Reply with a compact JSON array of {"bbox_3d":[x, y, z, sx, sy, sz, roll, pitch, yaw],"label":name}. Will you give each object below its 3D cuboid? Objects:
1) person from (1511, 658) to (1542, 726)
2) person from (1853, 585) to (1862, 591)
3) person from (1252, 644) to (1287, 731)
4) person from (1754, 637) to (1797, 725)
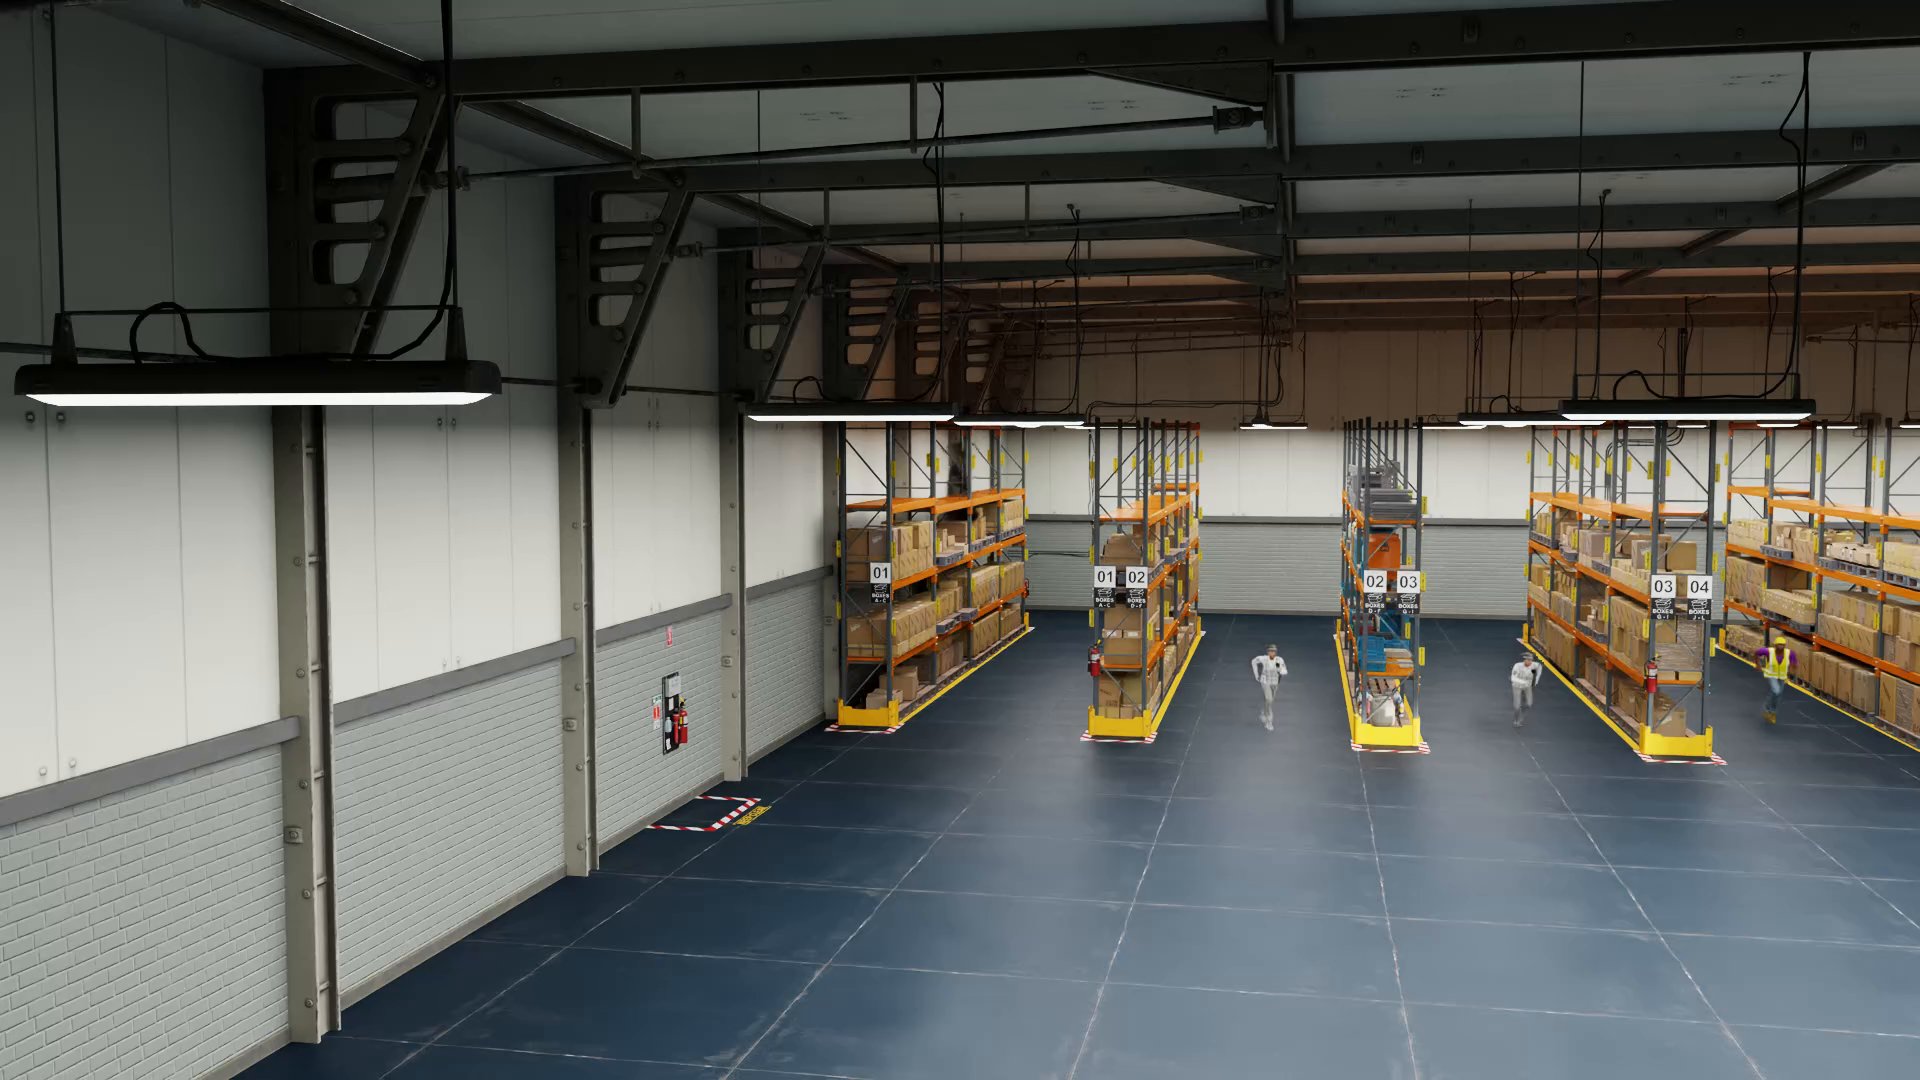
[{"bbox_3d":[10.933,2.900,32.108,0.643,1.479,0.841,0,4,1],"label":"person"},{"bbox_3d":[23.961,1.969,44.470,0.754,1.833,0.631,0,4,5],"label":"person"},{"bbox_3d":[5.974,2.815,32.156,0.606,1.678,0.889,-1,4,-9],"label":"person"},{"bbox_3d":[16.019,2.741,32.669,0.684,1.723,0.922,0,4,2],"label":"person"}]
